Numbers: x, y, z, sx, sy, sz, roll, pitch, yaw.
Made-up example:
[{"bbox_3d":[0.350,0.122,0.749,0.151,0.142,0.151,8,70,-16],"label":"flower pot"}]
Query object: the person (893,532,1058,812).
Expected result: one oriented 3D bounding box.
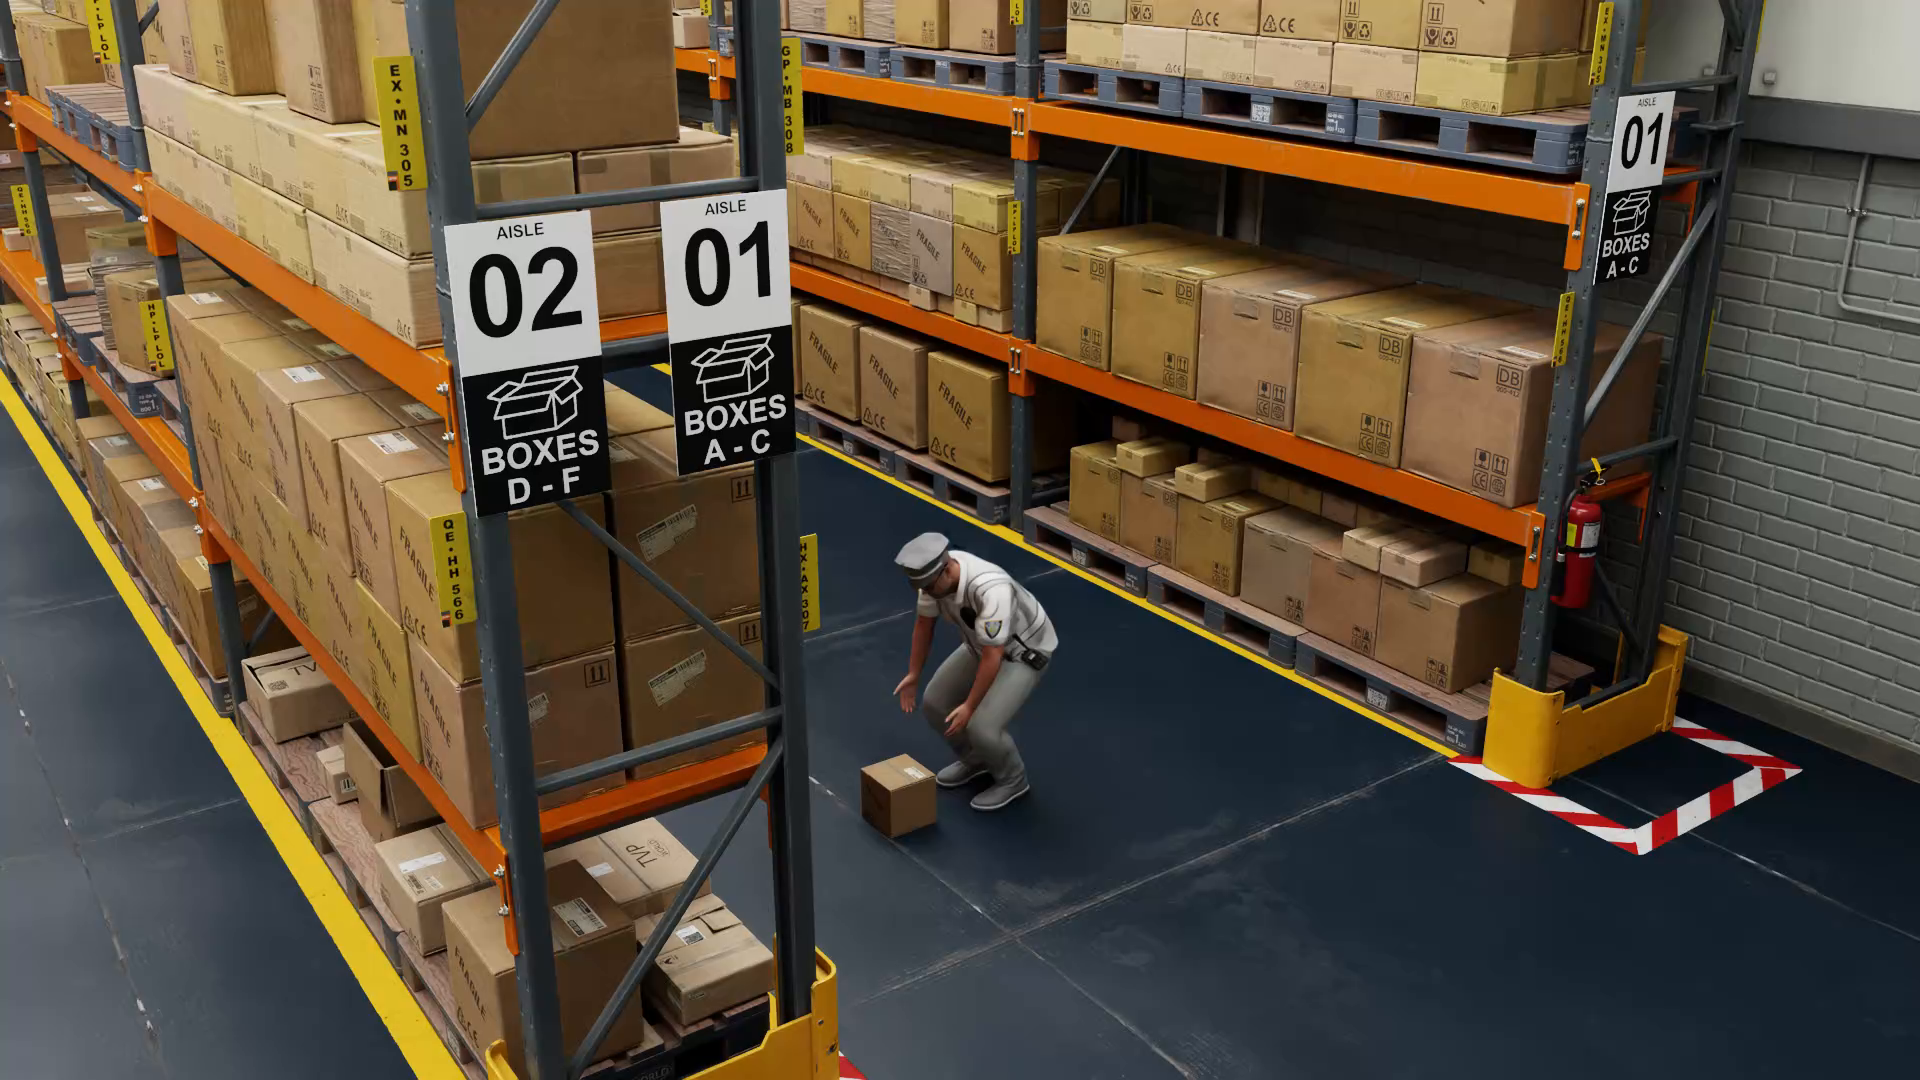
[{"bbox_3d":[0.075,0.573,7.623,0.826,1.381,0.590,-15,26,-33],"label":"person"}]
